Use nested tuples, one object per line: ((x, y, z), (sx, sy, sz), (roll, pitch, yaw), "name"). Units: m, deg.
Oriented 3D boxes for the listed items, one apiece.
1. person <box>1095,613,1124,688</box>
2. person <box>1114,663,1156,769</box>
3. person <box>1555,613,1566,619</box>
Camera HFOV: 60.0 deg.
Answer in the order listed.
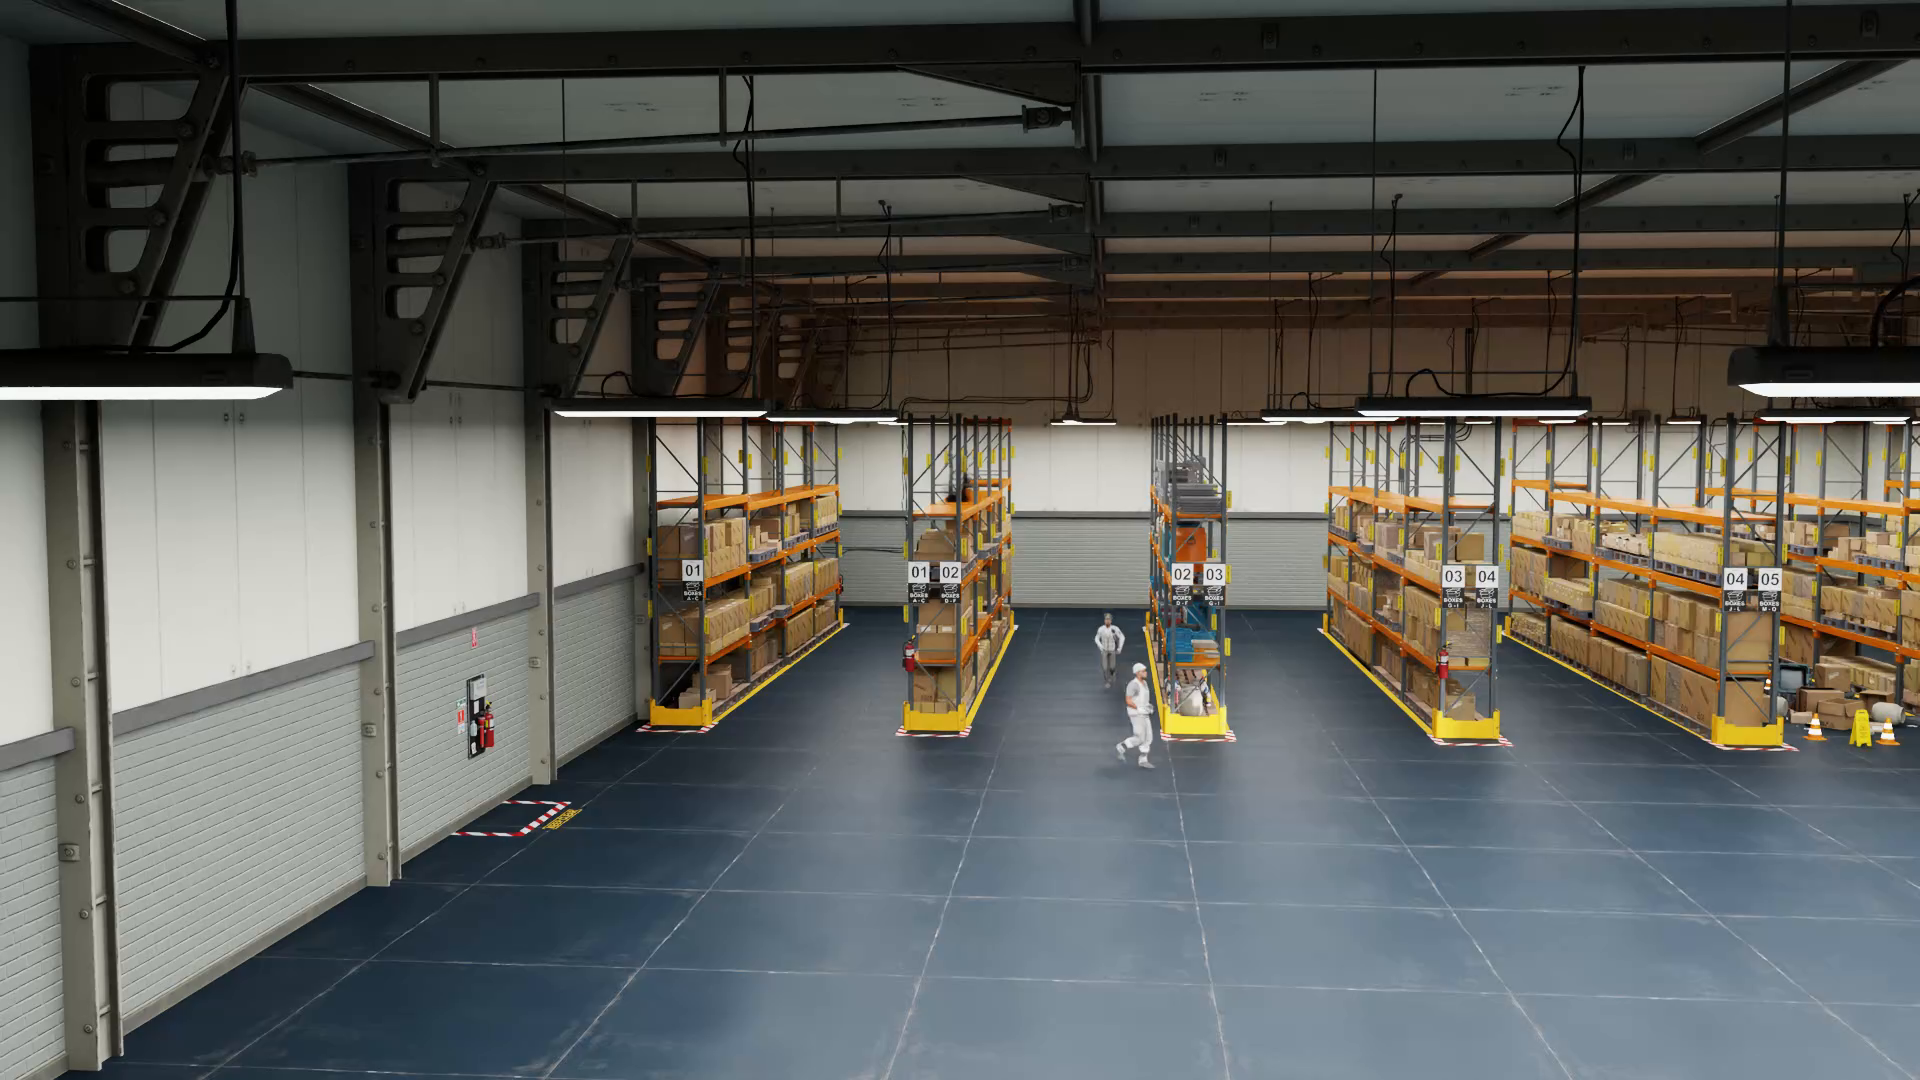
((3.289, 2.436, 36.649), (0.653, 1.656, 0.547), (1, 4, 9), "person")
((2.978, 2.956, 28.101), (0.717, 1.771, 0.683), (2, 4, 29), "person")
((16.704, 1.671, 46.999), (0.761, 1.717, 1.035), (-2, 4, -28), "person")
